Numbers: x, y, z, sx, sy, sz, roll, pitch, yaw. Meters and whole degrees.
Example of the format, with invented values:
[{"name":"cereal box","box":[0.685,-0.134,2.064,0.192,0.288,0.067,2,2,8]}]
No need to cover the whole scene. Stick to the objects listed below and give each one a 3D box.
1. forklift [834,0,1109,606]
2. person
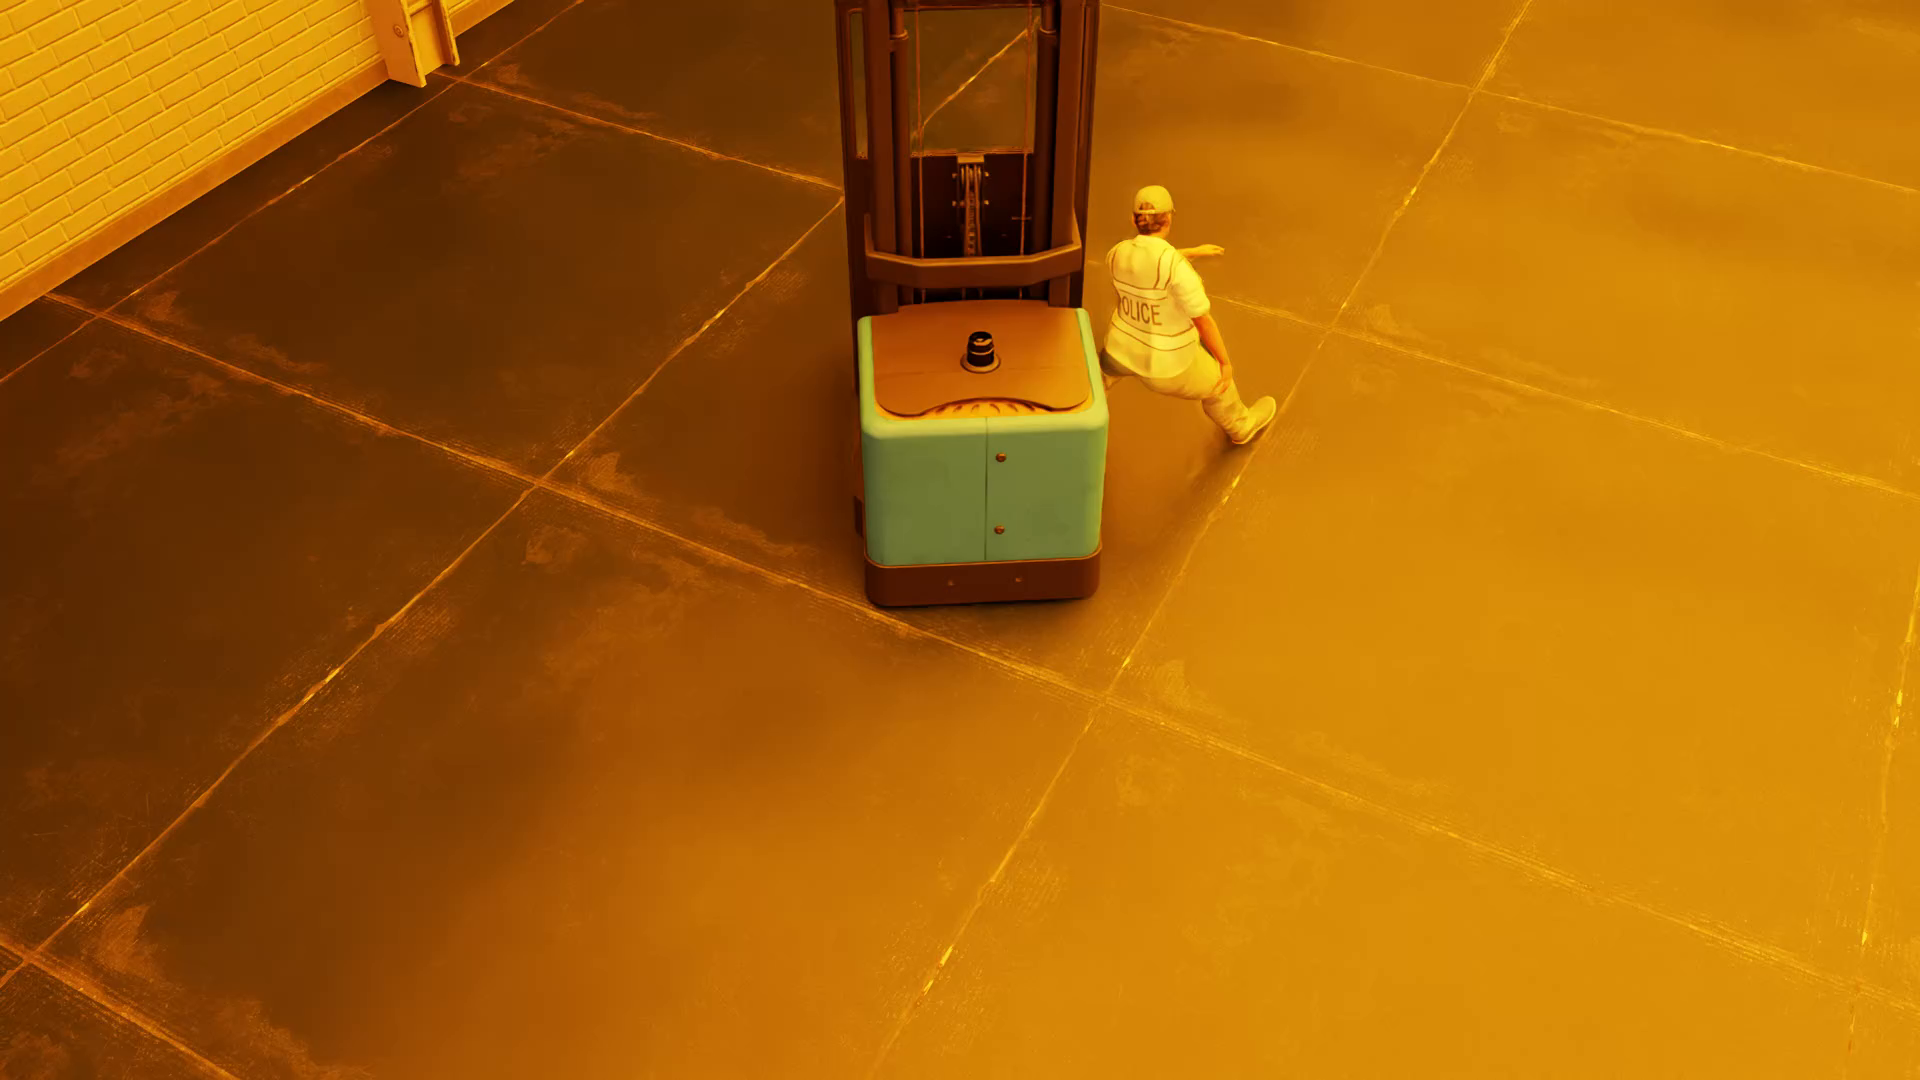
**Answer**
[{"name":"forklift","box":[0.013,-1.775,7.538,1.130,2.935,3.031,-3,43,-3]},{"name":"person","box":[0.972,-1.021,7.812,0.916,1.476,1.072,33,53,30]}]
